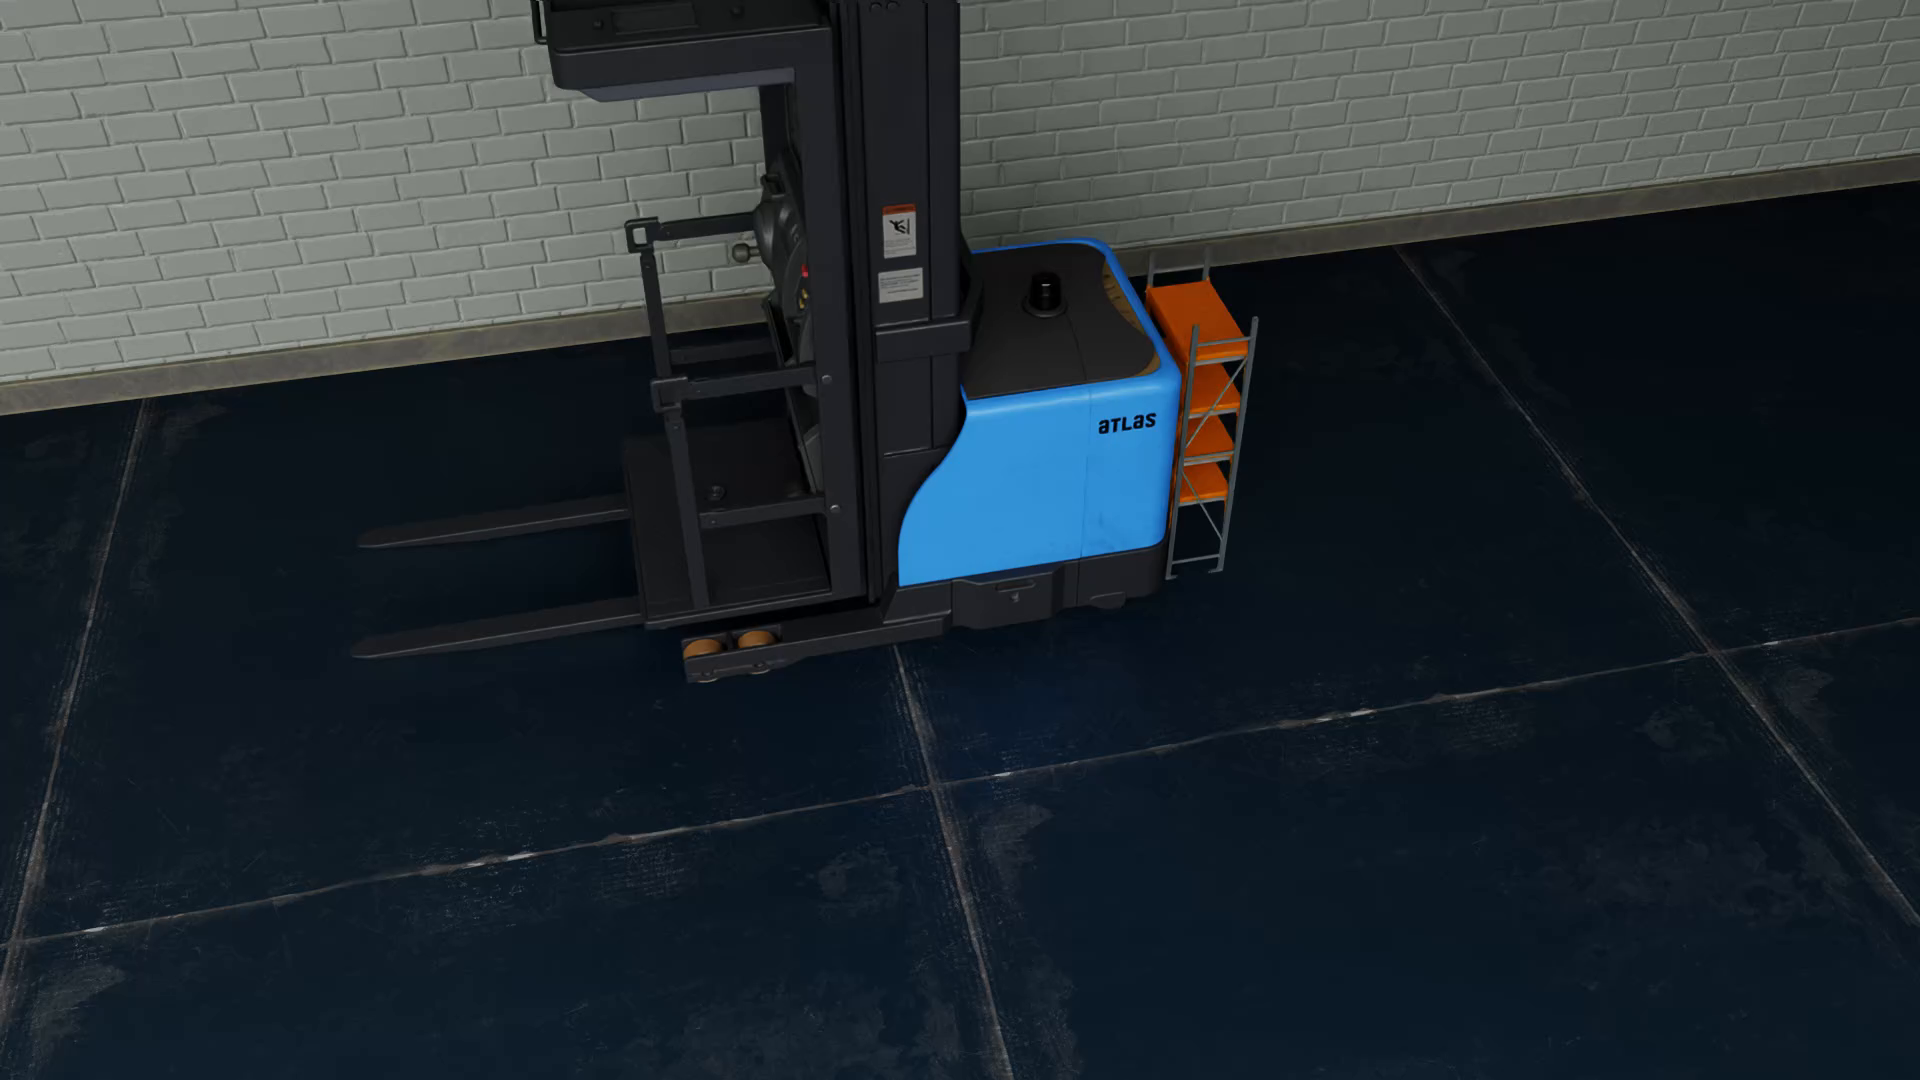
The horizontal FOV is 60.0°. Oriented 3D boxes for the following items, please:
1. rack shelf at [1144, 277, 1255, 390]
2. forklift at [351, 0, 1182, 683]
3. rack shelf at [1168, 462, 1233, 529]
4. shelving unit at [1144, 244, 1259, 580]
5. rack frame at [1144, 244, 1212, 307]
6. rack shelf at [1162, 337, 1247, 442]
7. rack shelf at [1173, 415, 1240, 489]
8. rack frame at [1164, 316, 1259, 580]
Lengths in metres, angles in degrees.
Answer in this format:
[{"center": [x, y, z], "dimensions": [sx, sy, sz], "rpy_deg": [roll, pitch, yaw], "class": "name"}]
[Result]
[{"center": [0.873, -0.764, 6.115], "dimensions": [0.258, 0.148, 0.480], "rpy_deg": [-9, 42, -10], "class": "rack shelf"}, {"center": [-0.779, -0.956, 5.619], "dimensions": [3.031, 2.935, 1.130], "rpy_deg": [-9, 42, -10], "class": "forklift"}, {"center": [0.872, -0.272, 6.552], "dimensions": [0.258, 0.148, 0.480], "rpy_deg": [-9, 42, -10], "class": "rack shelf"}, {"center": [0.872, -0.470, 6.376], "dimensions": [0.258, 1.200, 0.503], "rpy_deg": [-9, 42, -10], "class": "shelving unit"}, {"center": [0.817, -0.628, 6.554], "dimensions": [0.240, 1.200, 0.015], "rpy_deg": [-9, 42, -10], "class": "rack frame"}, {"center": [0.872, -0.587, 6.272], "dimensions": [0.258, 0.148, 0.480], "rpy_deg": [-9, 42, -10], "class": "rack shelf"}, {"center": [0.872, -0.420, 6.421], "dimensions": [0.258, 0.148, 0.480], "rpy_deg": [-9, 42, -10], "class": "rack shelf"}, {"center": [0.927, -0.313, 6.198], "dimensions": [0.240, 1.200, 0.015], "rpy_deg": [-9, 42, -10], "class": "rack frame"}]
